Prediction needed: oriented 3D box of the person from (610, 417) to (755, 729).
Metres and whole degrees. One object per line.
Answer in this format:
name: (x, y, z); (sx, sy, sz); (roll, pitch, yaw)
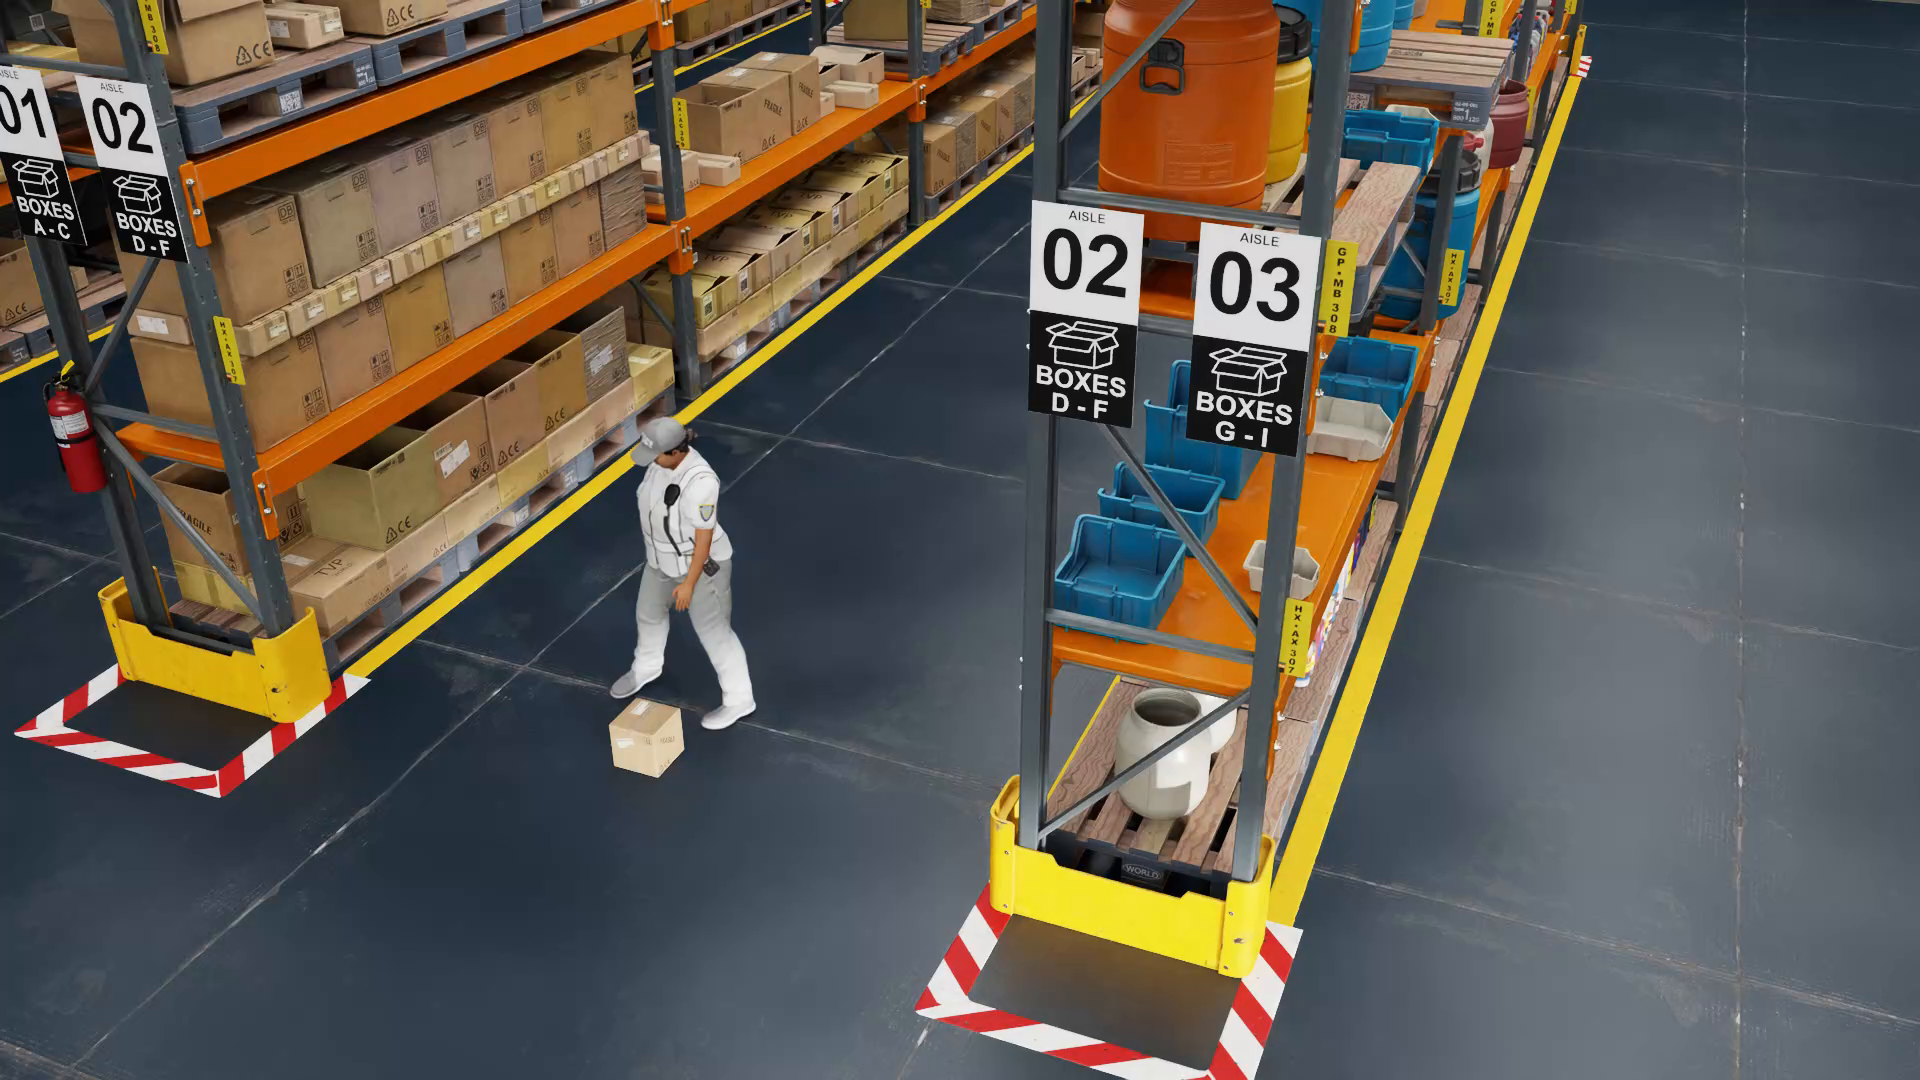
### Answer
person: (-1.428, 0.120, 8.182); (0.499, 1.653, 0.702); (-26, 38, -37)
